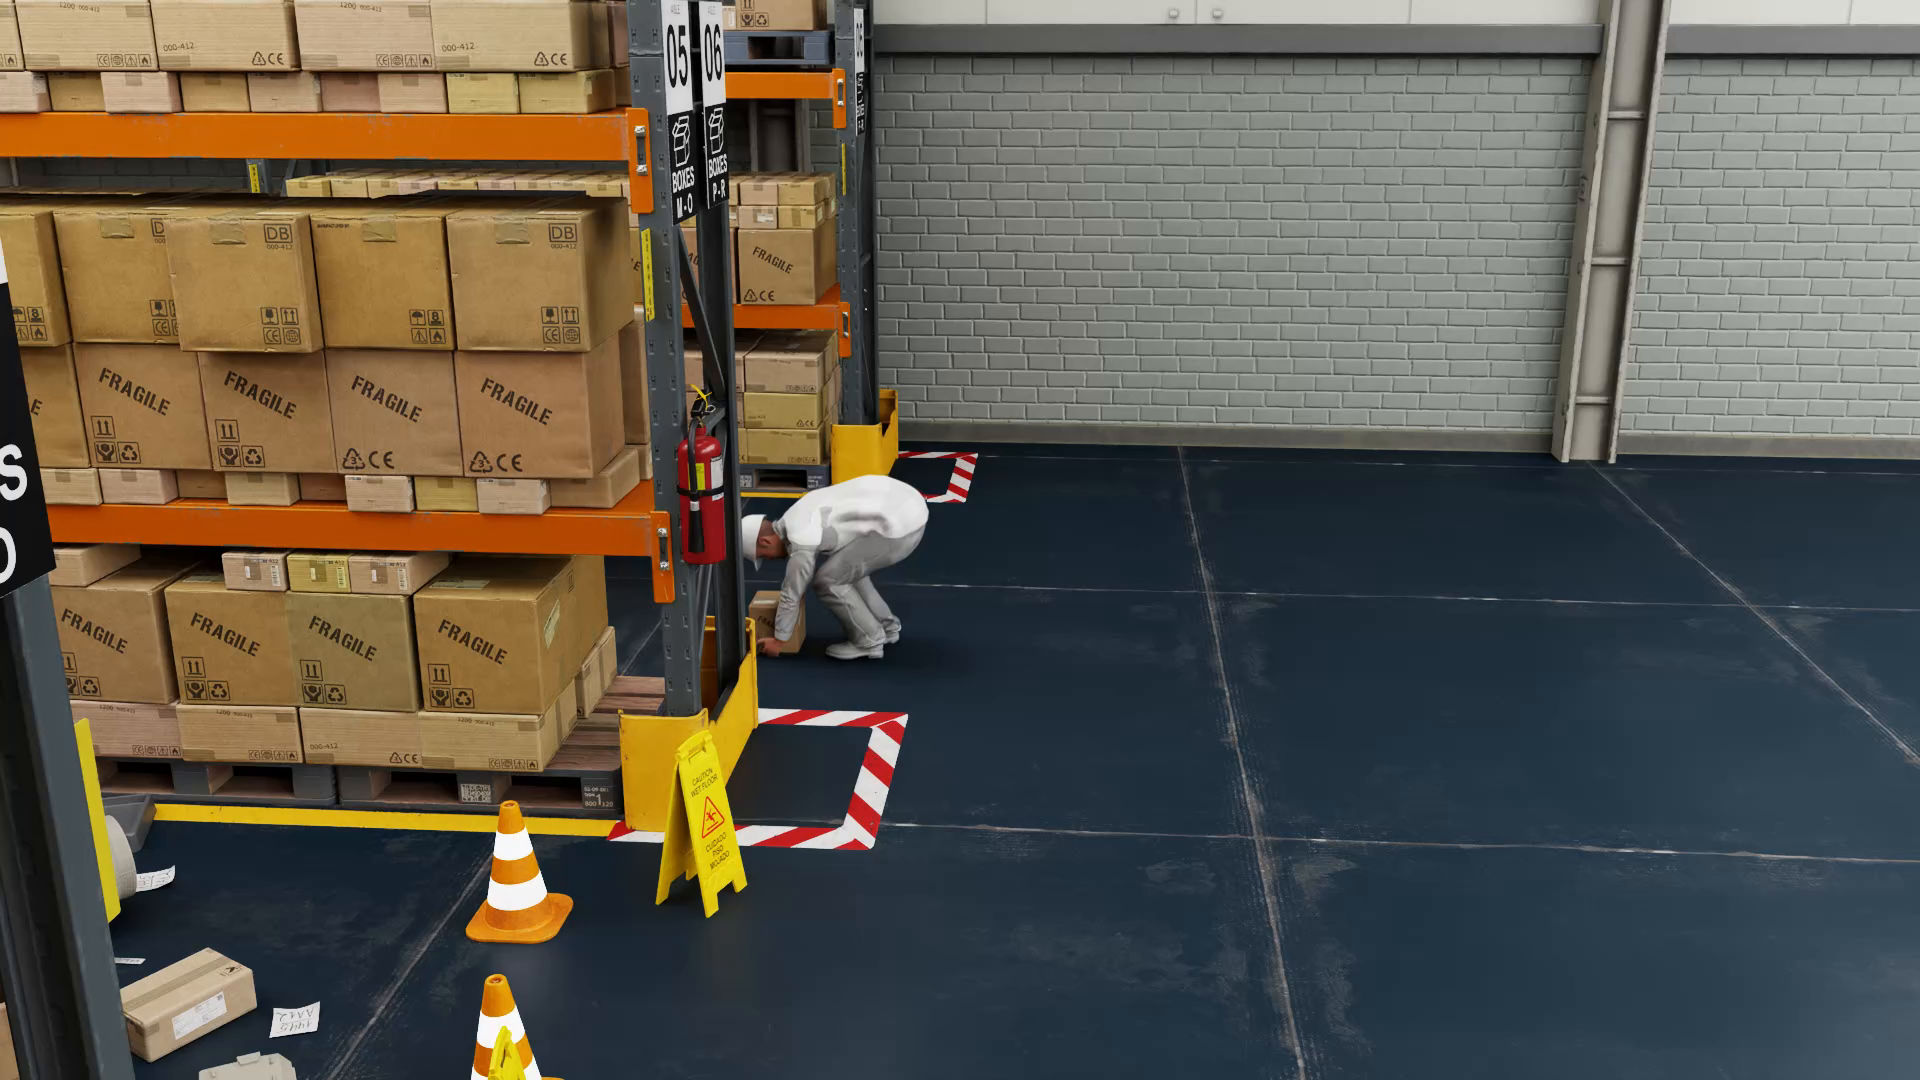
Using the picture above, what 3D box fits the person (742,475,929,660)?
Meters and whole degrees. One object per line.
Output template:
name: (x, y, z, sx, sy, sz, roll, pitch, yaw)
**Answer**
person: (-0.660, 0.128, 8.525, 0.998, 0.923, 0.504, 0, 17, 2)
